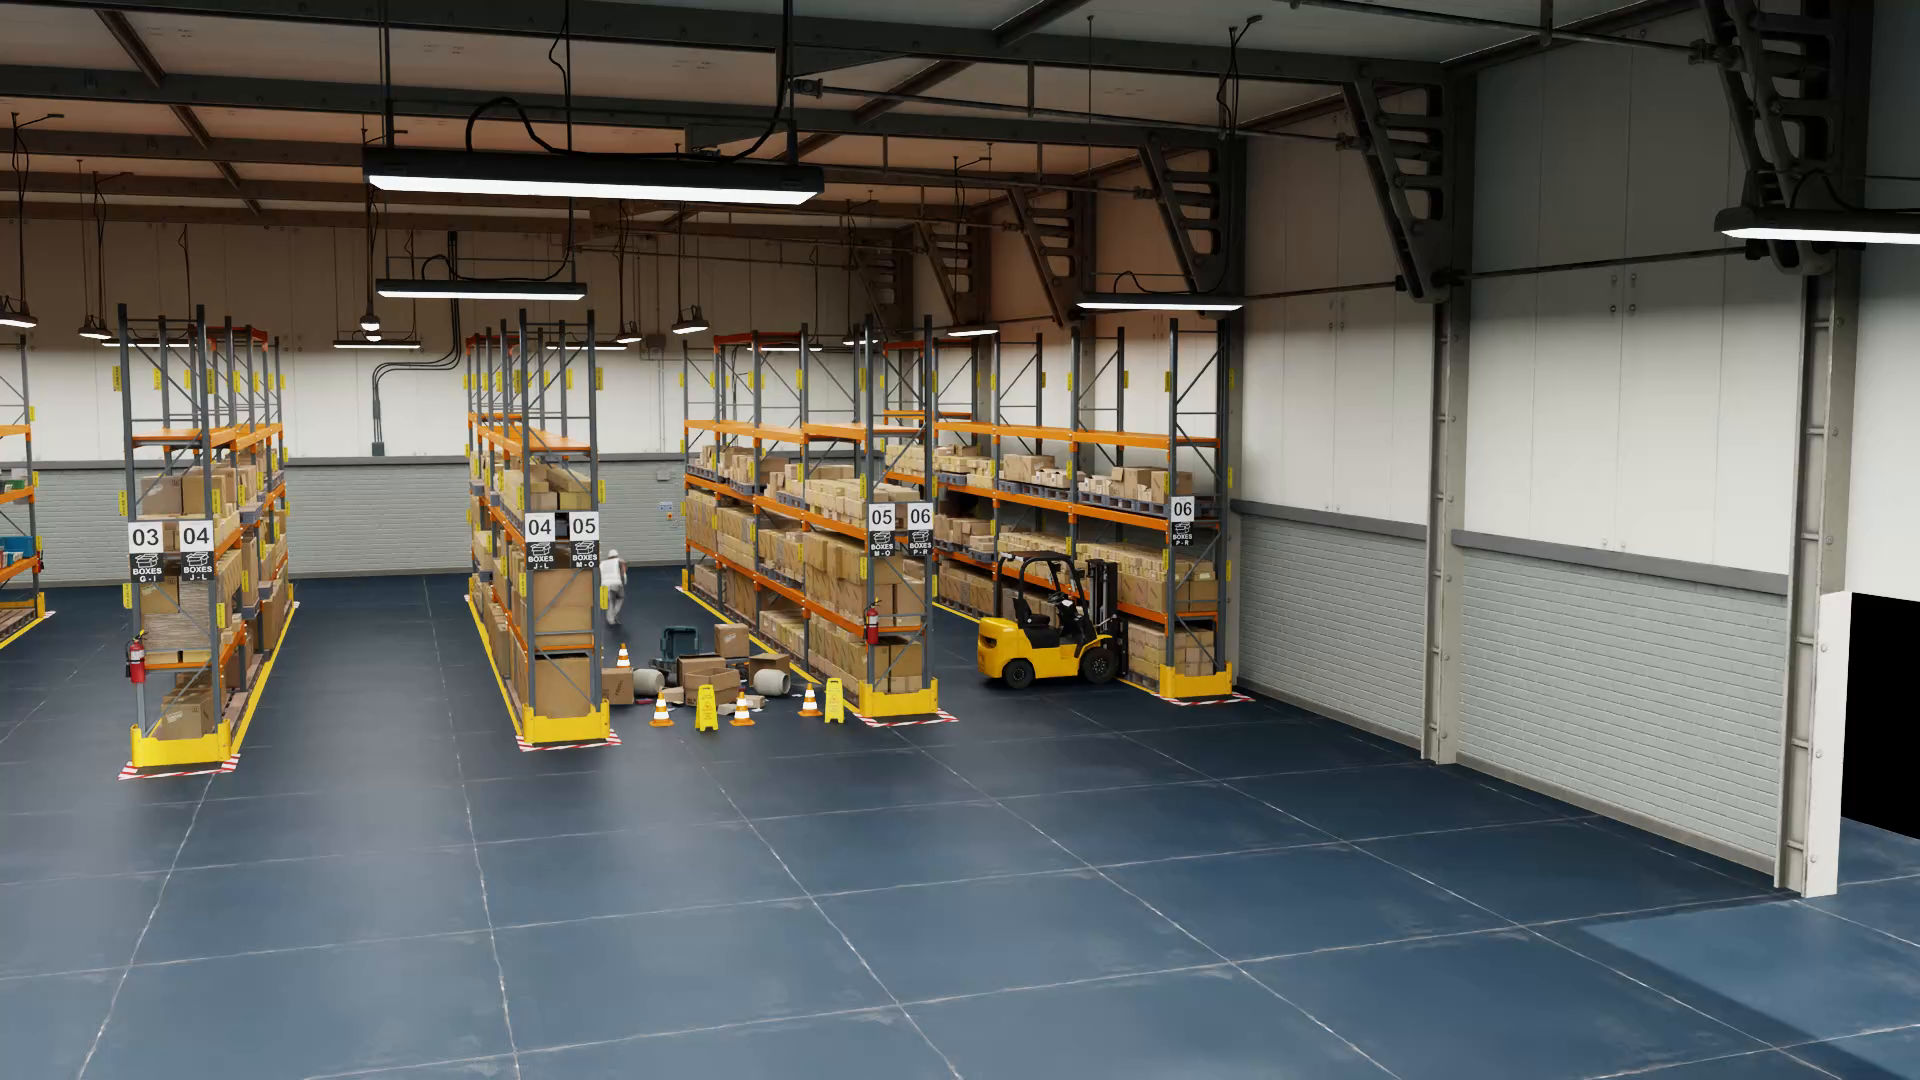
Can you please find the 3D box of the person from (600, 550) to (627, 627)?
[{"bbox_3d":[-7.145,1.016,34.099,0.680,1.553,1.178,0,5,-2],"label":"person"}]
